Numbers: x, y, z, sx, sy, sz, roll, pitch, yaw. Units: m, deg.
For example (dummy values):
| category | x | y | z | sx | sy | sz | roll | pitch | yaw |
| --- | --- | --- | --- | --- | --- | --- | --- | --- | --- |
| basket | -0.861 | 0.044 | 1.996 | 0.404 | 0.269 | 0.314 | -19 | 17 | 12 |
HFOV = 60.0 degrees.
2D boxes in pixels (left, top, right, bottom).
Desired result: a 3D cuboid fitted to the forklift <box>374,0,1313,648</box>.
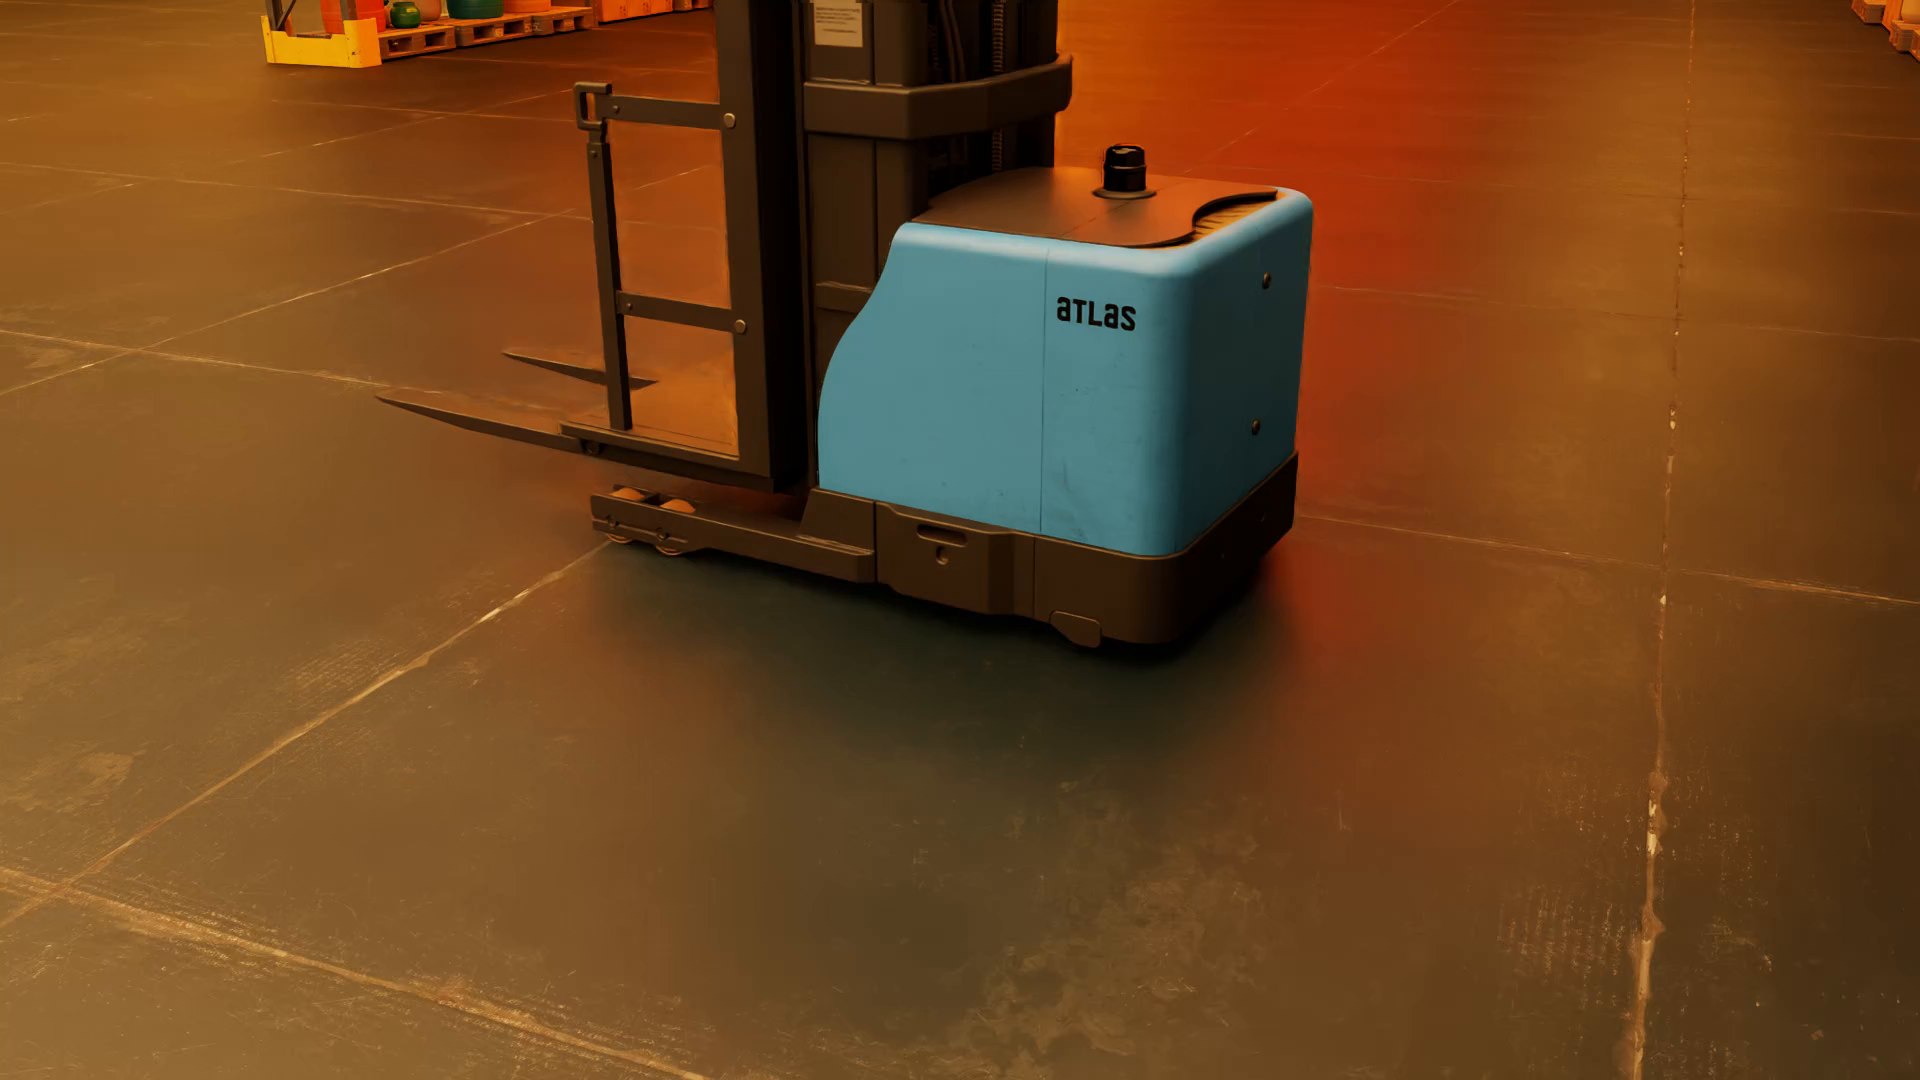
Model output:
| category | x | y | z | sx | sy | sz | roll | pitch | yaw |
| --- | --- | --- | --- | --- | --- | --- | --- | --- | --- |
| forklift | -0.533 | -1.467 | 4.802 | 3.031 | 2.935 | 1.130 | 12 | 26 | 27 |
